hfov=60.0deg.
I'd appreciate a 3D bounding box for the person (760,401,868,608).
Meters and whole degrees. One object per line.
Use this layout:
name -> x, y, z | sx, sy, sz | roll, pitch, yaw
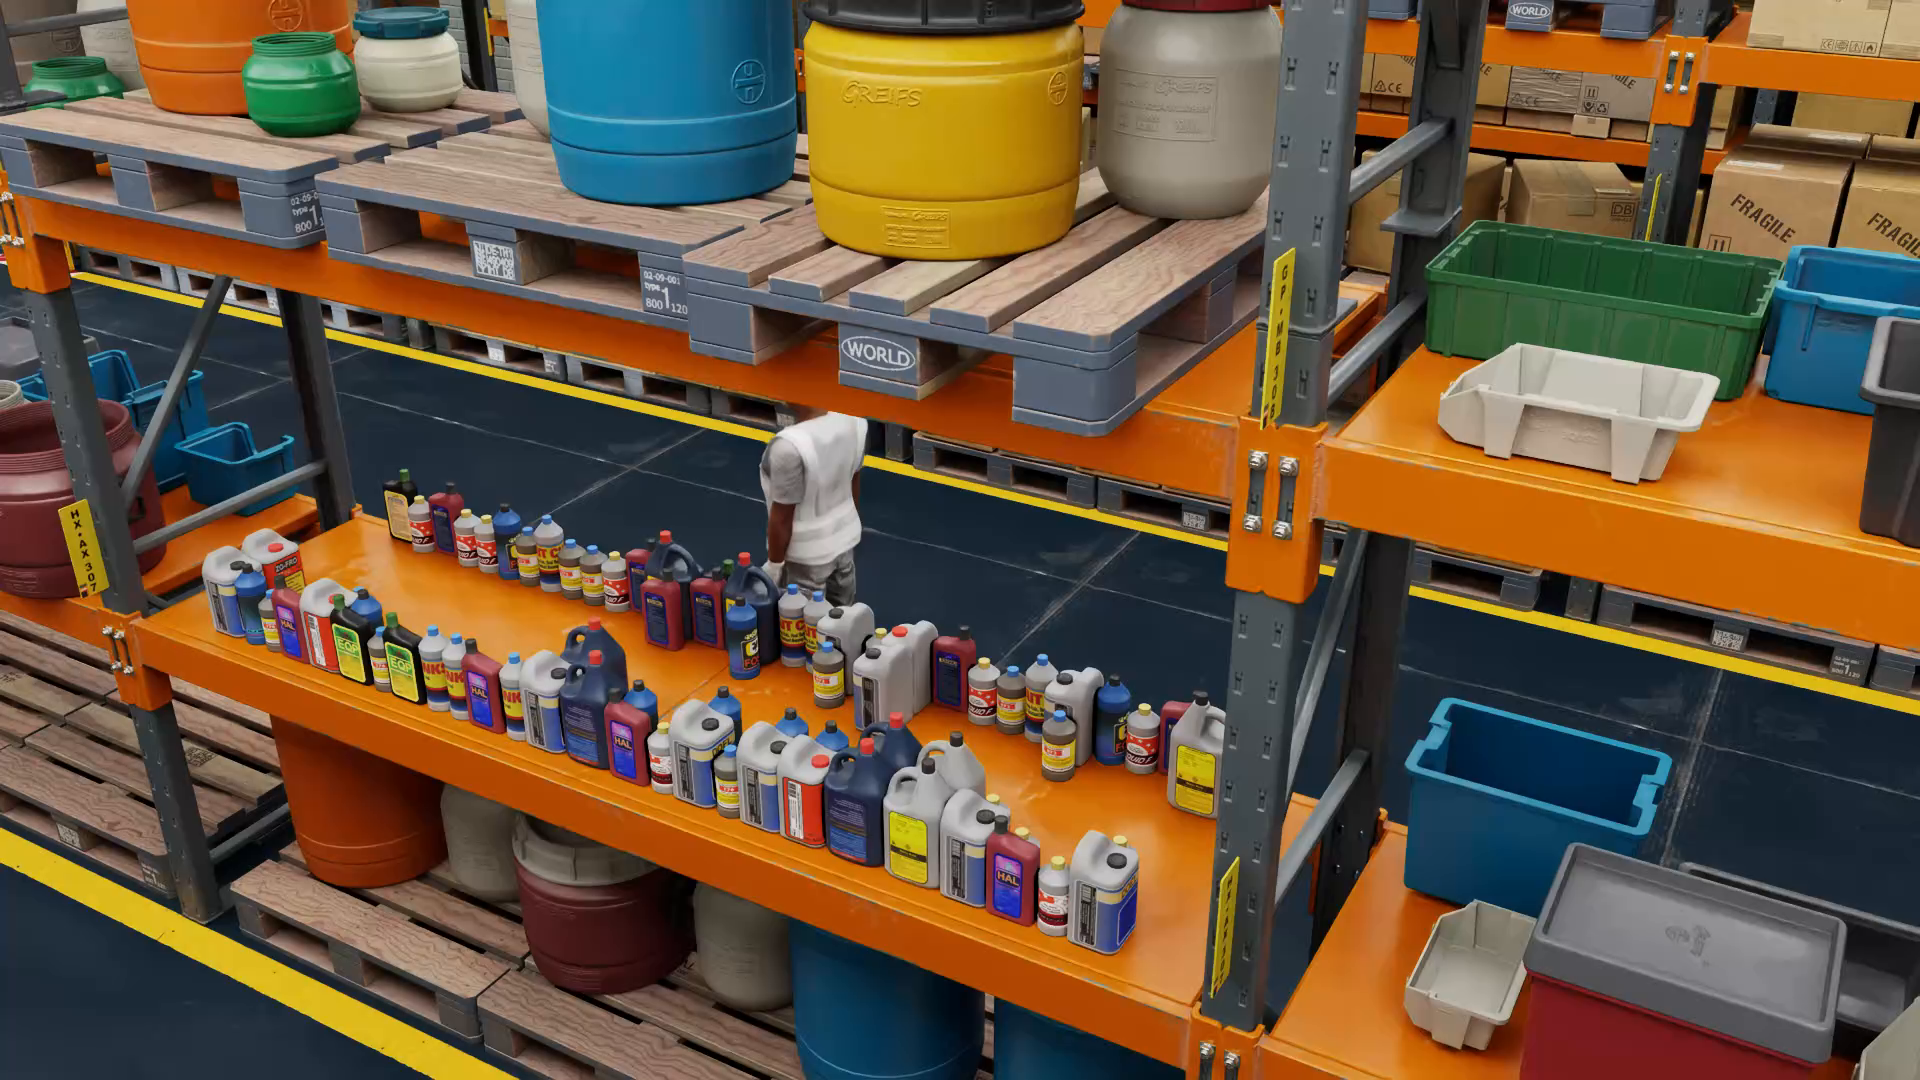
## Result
person -> -0.628, 0.031, 7.013 | 0.358, 1.786, 0.551 | 16, 30, 29
